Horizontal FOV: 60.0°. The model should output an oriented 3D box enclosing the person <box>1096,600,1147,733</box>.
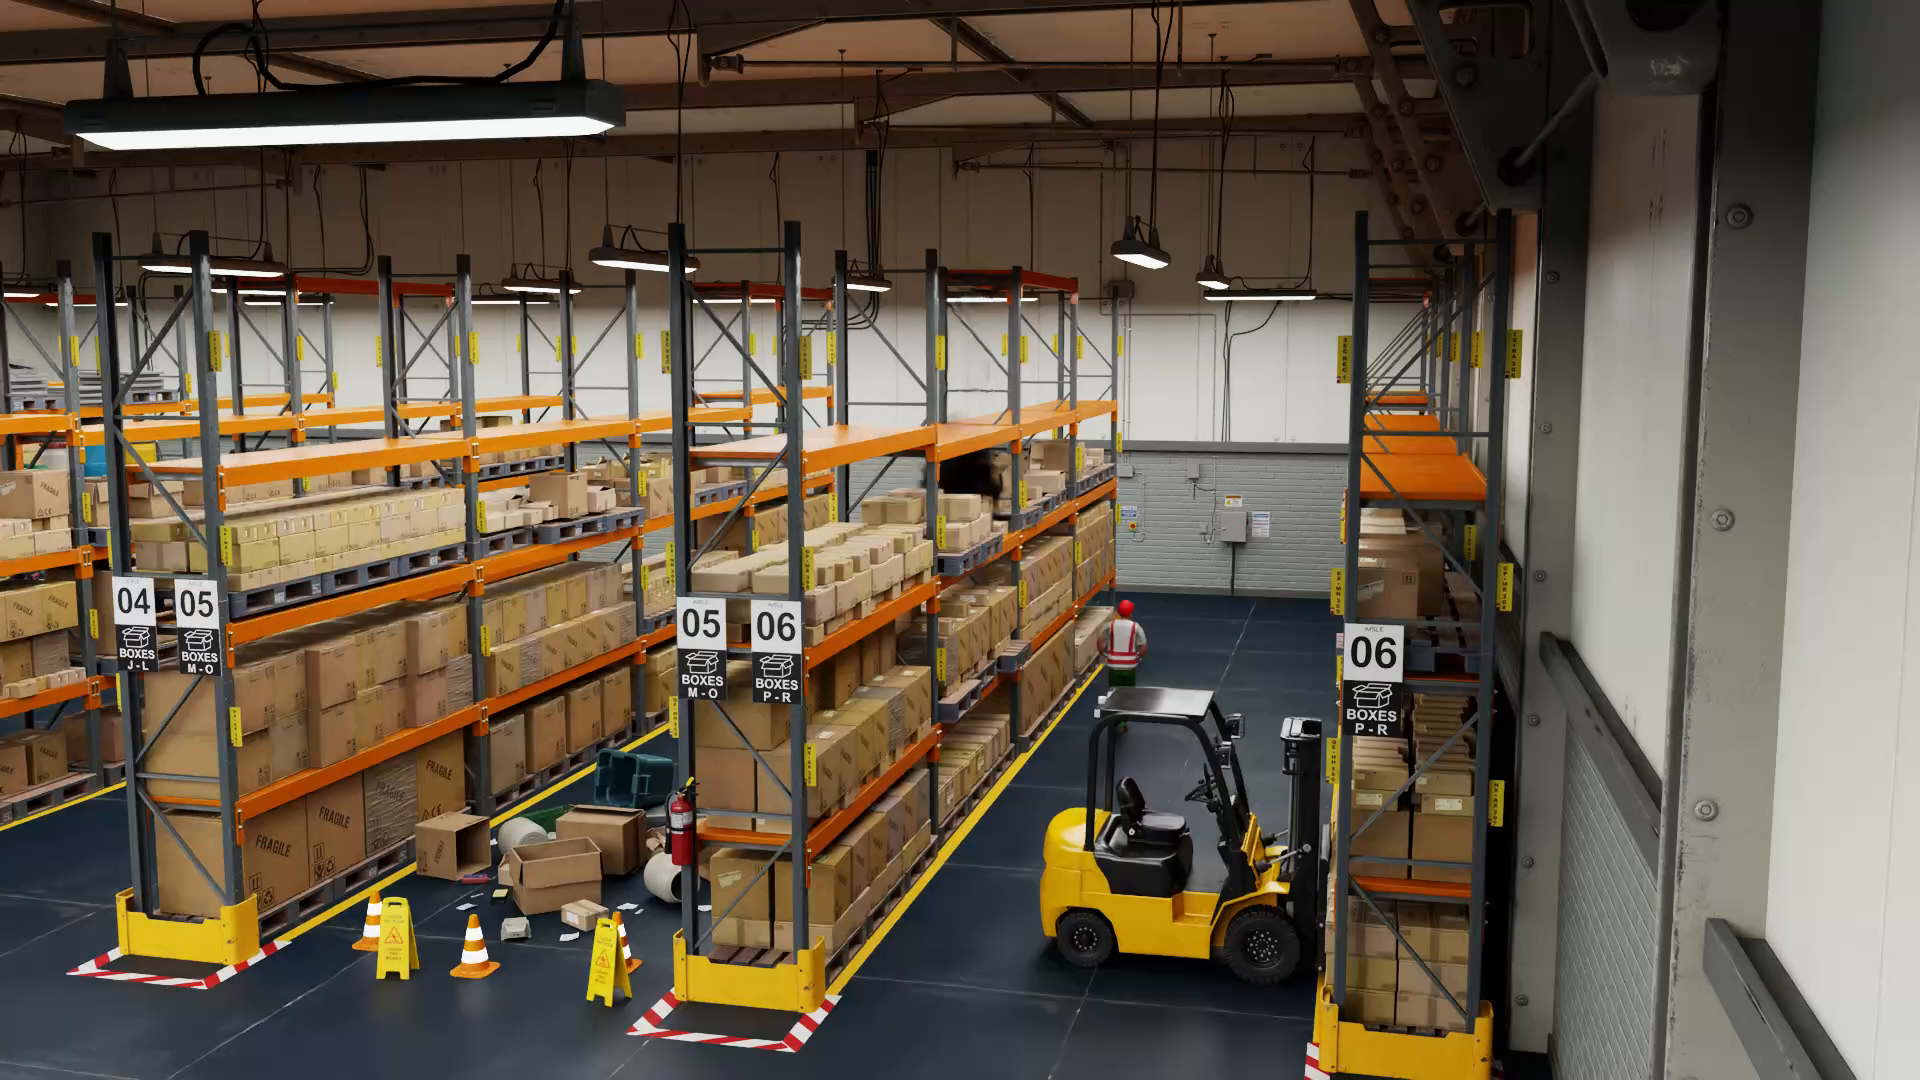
[{"bbox_3d":[2.141,1.641,21.870,0.654,1.744,0.532,2,7,14],"label":"person"}]
